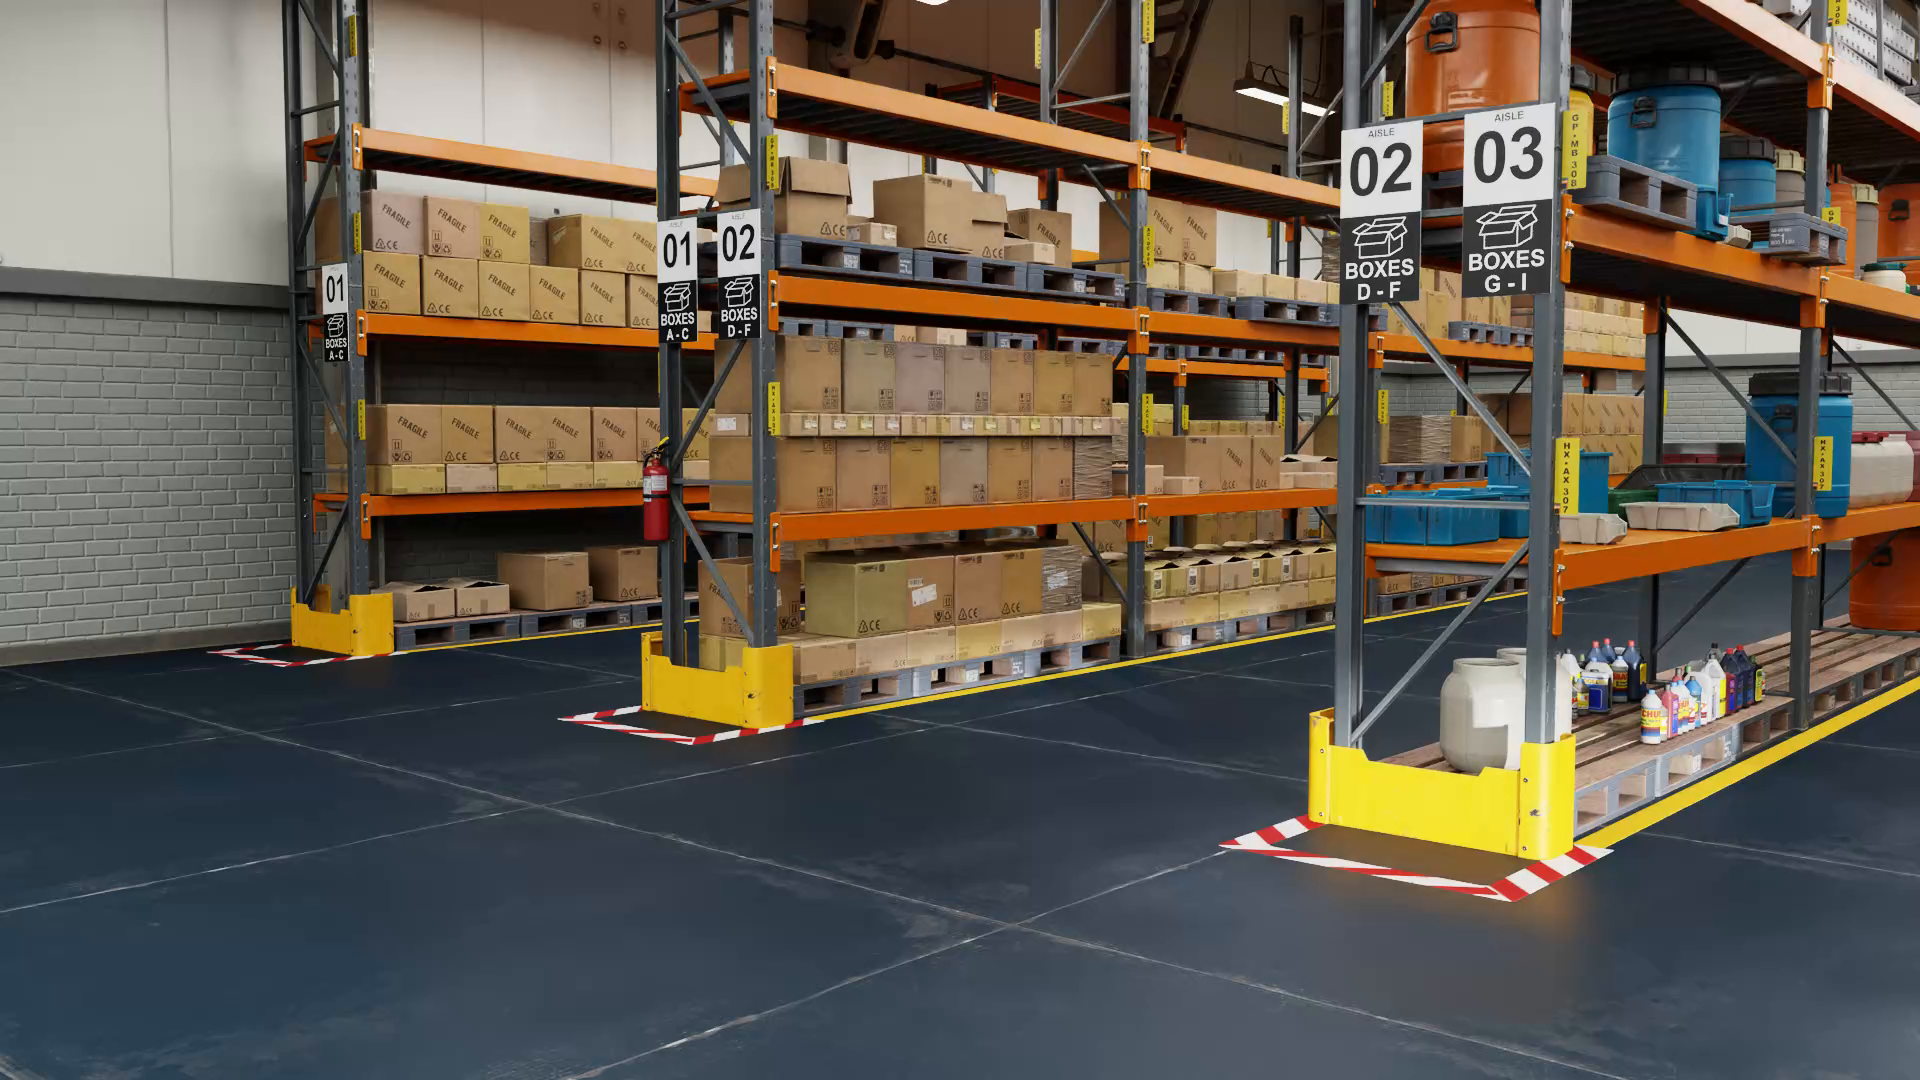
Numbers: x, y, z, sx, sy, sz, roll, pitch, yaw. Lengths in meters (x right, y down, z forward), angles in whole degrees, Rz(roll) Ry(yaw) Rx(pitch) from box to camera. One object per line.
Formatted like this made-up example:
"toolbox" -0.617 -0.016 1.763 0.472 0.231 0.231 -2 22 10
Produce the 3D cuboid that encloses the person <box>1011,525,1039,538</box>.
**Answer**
"person" 0.775 -0.218 18.591 0.508 1.634 0.999 3 5 43
